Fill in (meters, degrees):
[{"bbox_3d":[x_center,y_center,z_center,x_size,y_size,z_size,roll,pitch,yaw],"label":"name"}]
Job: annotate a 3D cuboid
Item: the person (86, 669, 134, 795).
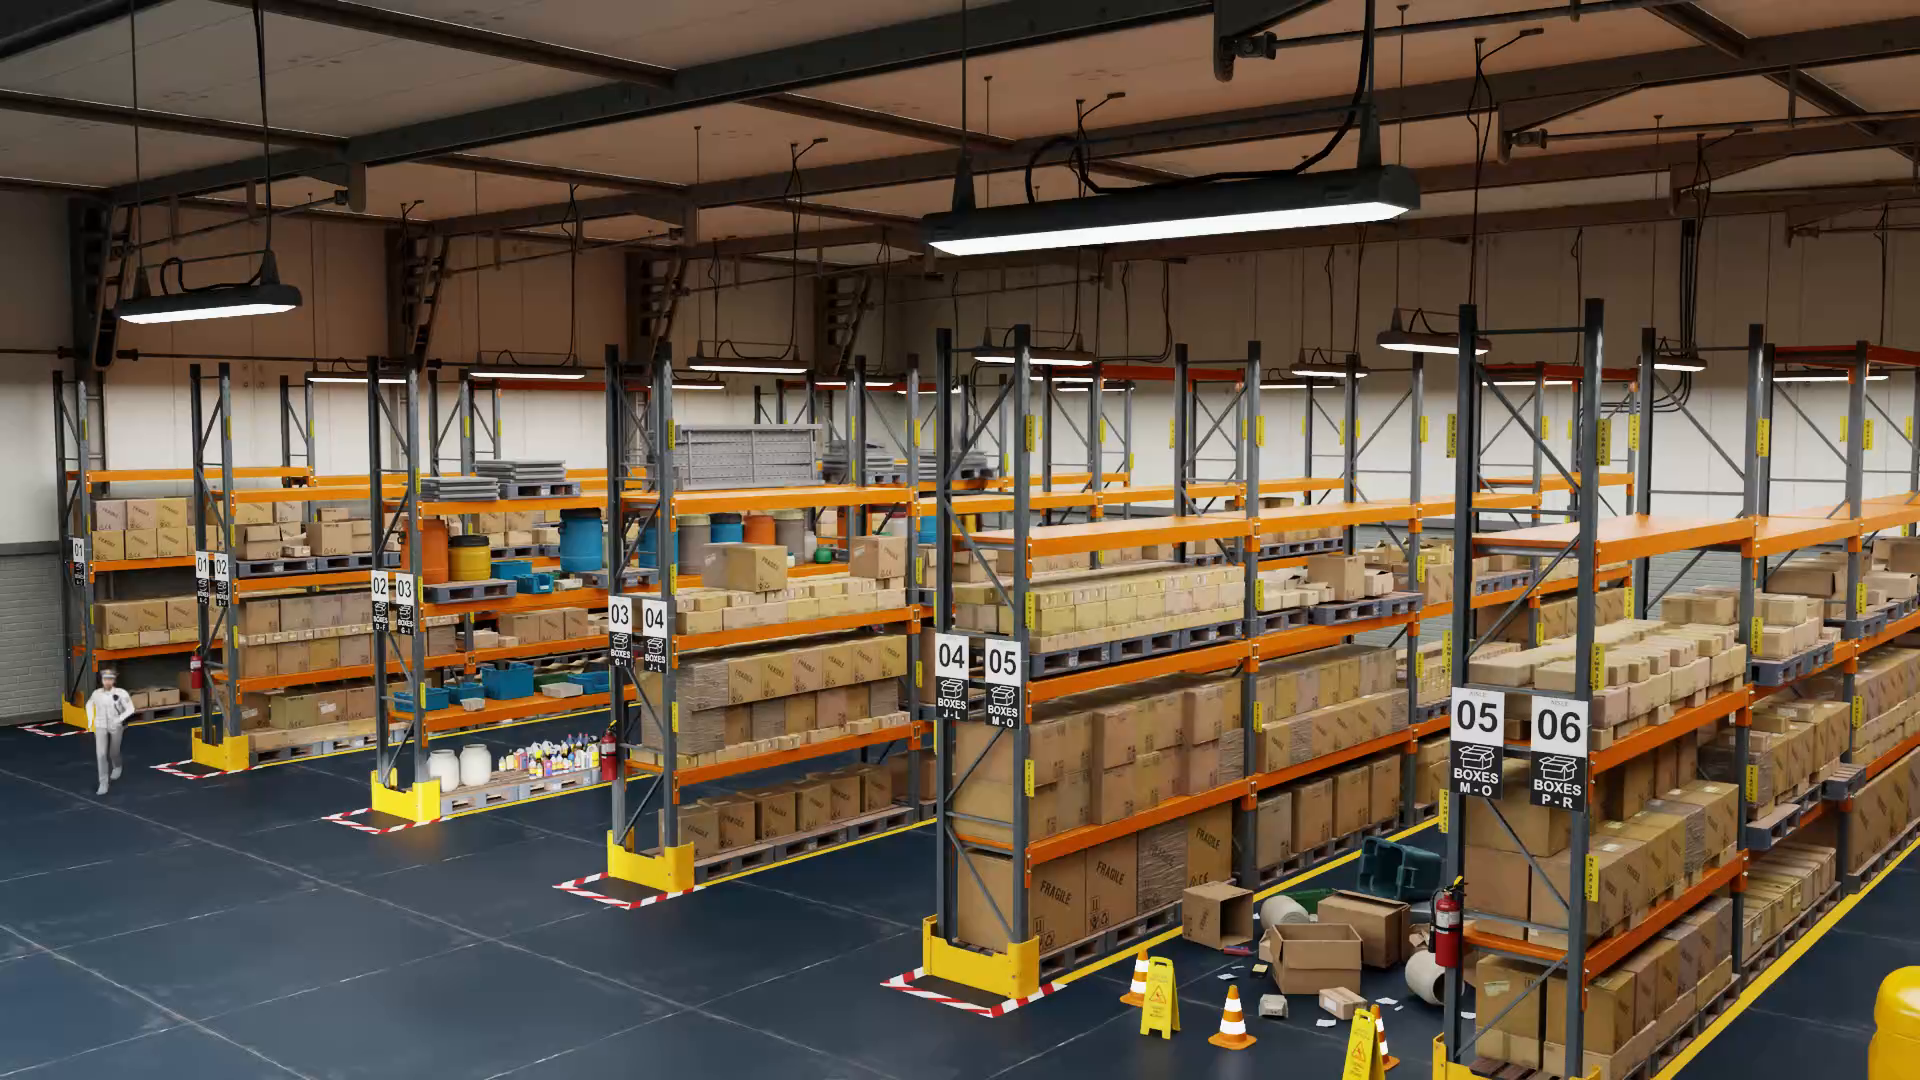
[{"bbox_3d":[-11.921,2.649,23.328,0.635,1.702,0.891,-1,4,-18],"label":"person"}]
